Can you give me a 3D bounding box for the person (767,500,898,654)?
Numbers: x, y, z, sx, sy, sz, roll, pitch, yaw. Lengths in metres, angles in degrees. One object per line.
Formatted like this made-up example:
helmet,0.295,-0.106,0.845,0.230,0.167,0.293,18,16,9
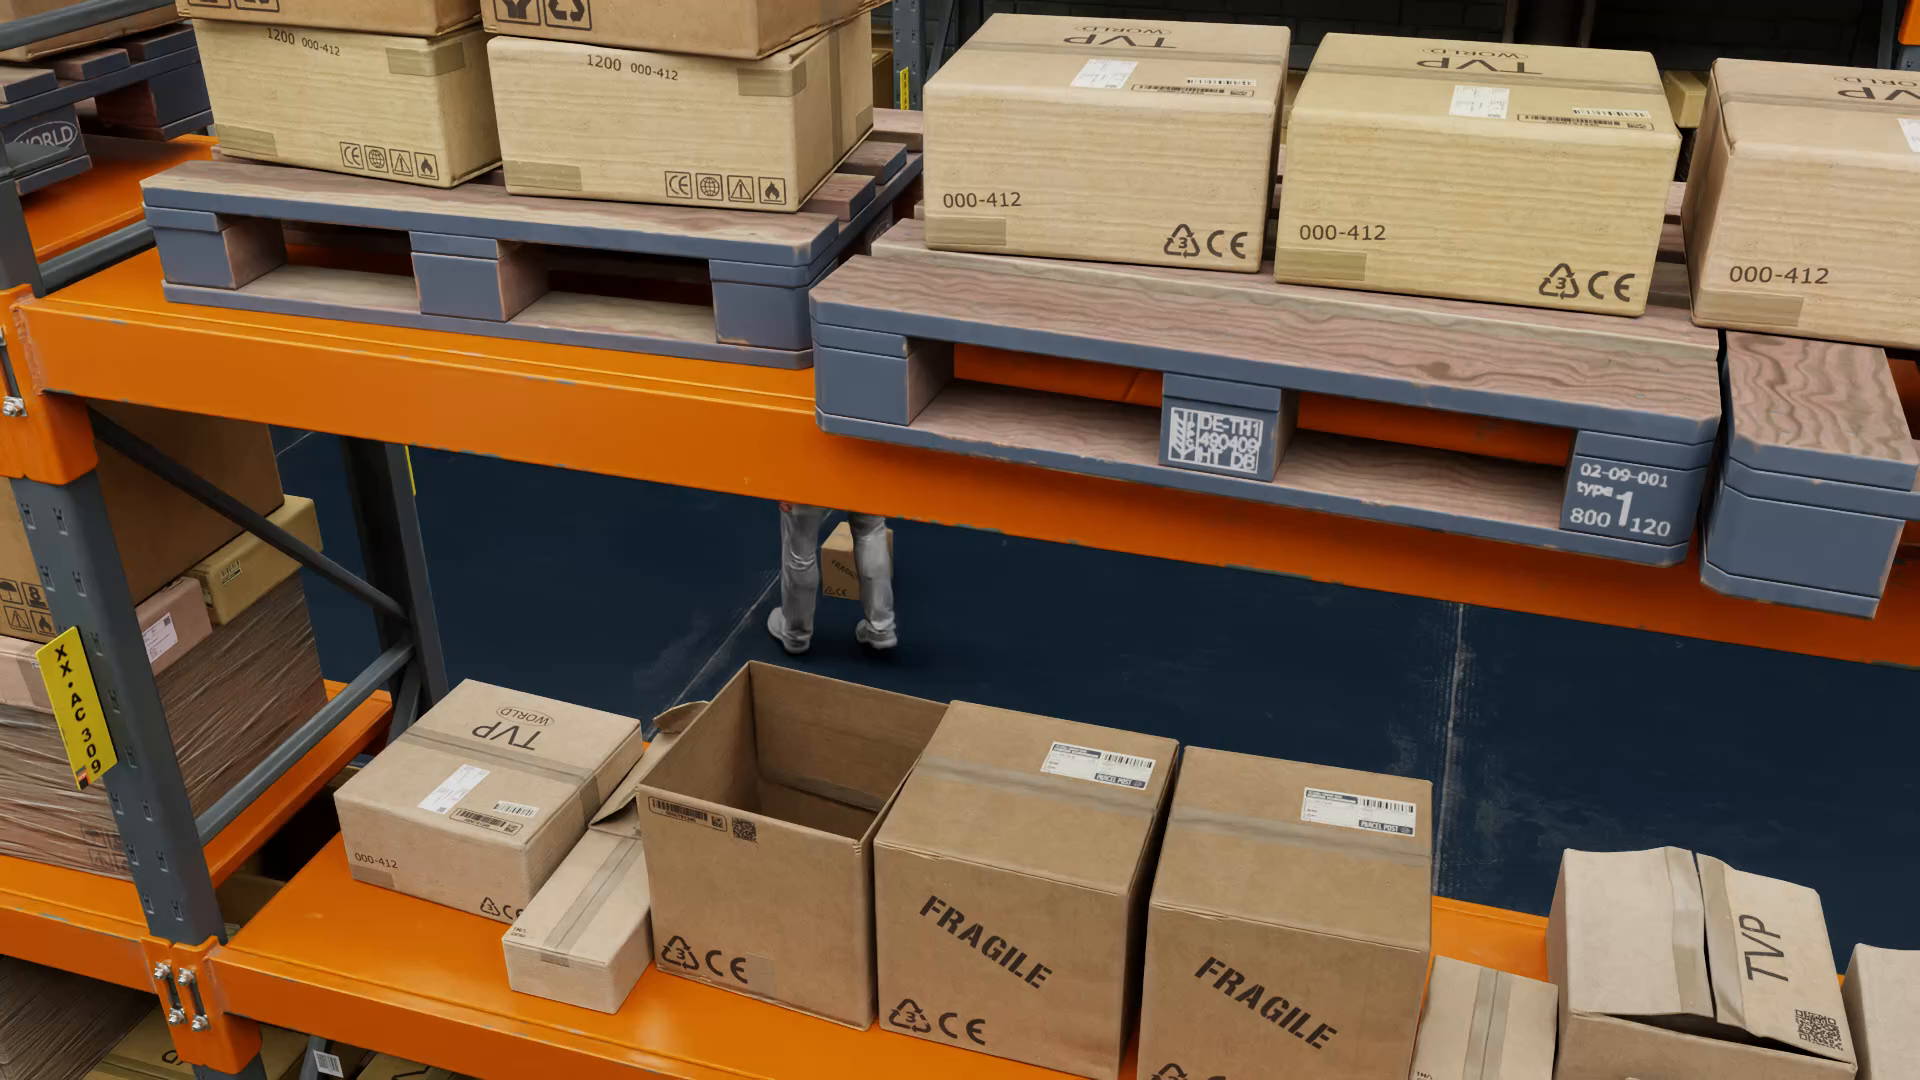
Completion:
person,-0.536,-0.344,6.661,0.557,1.769,0.461,-7,30,-12
